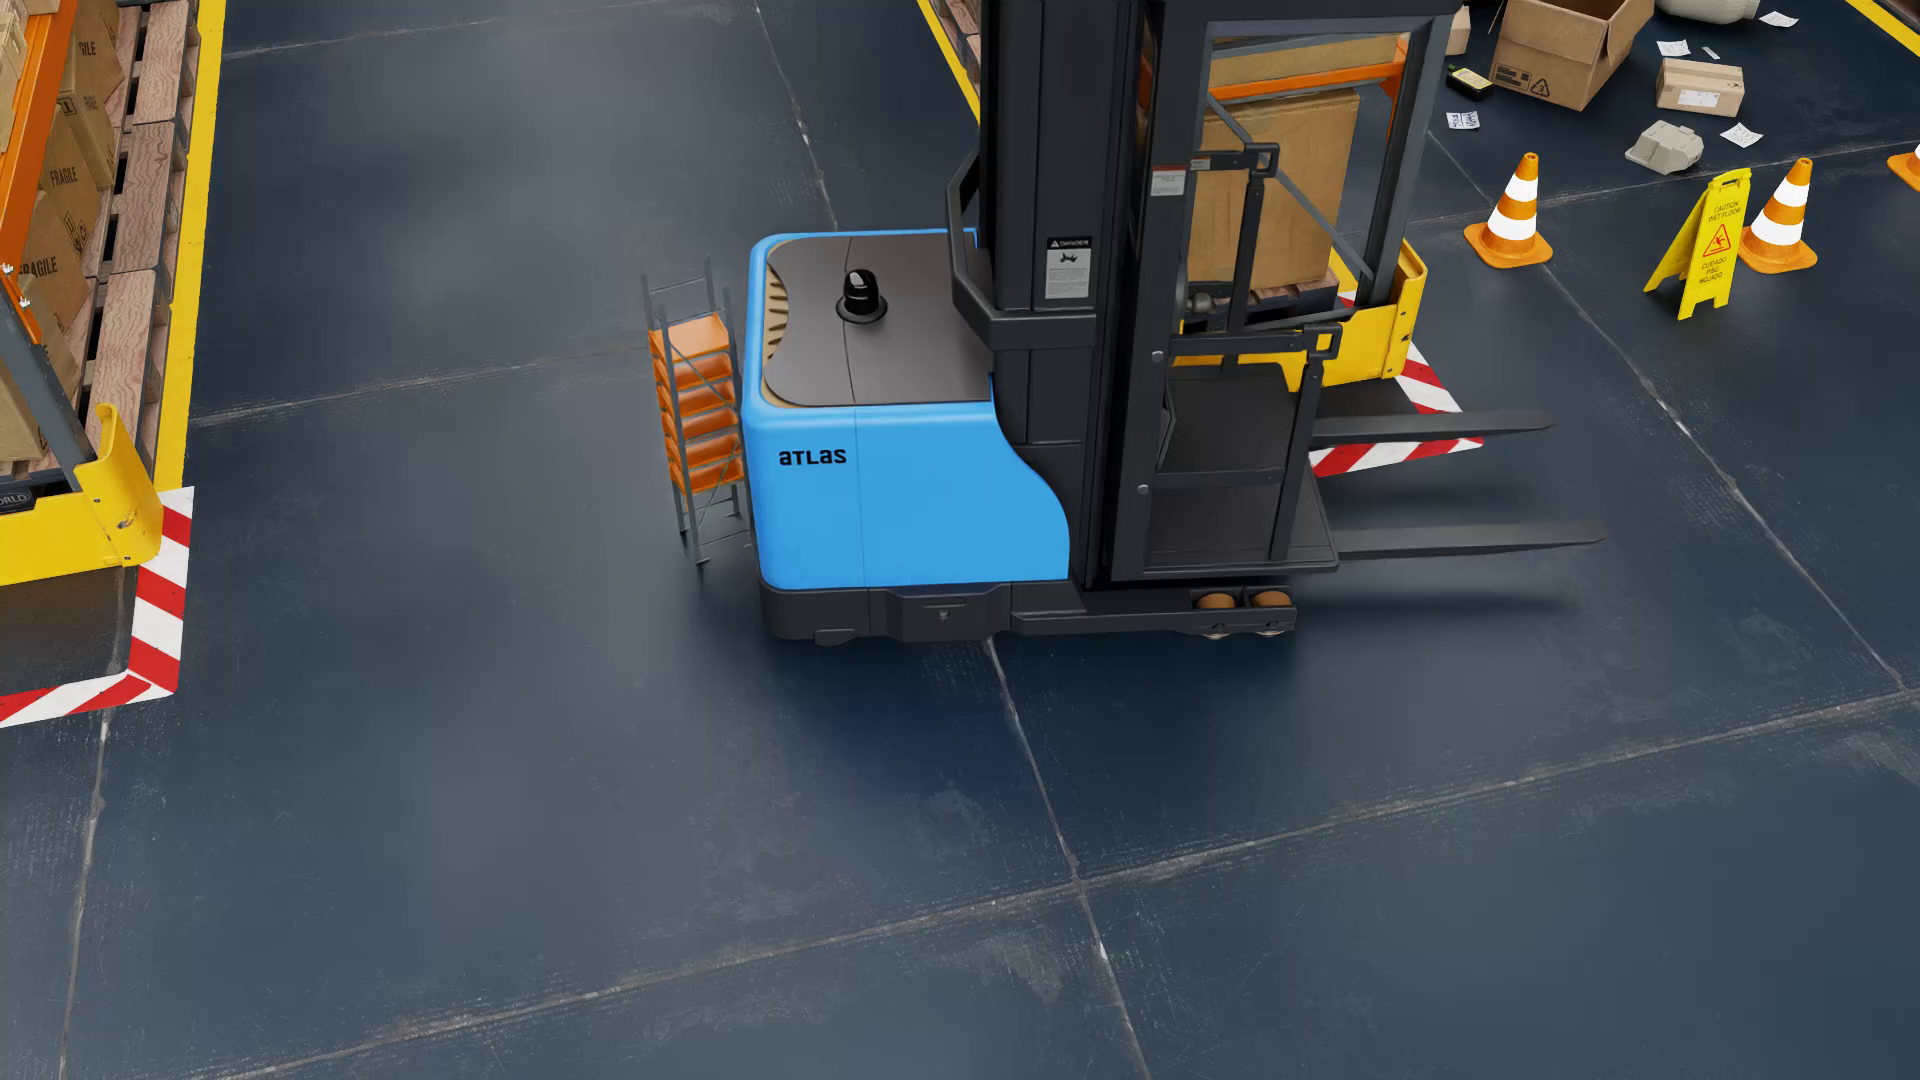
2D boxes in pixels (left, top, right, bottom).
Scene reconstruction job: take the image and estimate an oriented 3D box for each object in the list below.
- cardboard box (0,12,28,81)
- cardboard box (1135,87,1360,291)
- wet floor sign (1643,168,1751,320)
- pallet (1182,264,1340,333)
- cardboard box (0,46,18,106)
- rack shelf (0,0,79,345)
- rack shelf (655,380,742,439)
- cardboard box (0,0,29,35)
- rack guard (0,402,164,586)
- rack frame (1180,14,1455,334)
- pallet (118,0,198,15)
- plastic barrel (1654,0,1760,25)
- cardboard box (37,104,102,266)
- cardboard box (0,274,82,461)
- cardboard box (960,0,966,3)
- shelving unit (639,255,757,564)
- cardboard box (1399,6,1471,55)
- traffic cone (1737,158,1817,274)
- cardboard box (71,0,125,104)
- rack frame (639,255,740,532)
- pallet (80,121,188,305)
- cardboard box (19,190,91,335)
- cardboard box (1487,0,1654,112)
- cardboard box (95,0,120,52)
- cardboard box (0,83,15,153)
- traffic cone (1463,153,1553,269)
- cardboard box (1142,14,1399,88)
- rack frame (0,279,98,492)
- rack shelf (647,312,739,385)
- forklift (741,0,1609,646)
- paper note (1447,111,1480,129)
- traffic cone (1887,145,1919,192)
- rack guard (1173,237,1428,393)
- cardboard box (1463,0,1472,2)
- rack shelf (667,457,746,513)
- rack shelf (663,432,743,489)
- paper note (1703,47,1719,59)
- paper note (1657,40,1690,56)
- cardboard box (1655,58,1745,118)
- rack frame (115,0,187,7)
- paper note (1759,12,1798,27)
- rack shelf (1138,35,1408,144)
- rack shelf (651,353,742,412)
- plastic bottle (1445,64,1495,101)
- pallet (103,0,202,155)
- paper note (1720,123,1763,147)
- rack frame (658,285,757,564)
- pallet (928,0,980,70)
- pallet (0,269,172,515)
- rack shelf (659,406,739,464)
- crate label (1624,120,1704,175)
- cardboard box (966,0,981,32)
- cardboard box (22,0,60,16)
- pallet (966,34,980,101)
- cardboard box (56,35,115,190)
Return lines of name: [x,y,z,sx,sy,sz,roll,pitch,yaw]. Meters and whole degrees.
cardboard box: [-3.644,-1.779,6.069,0.380,0.149,0.250,-11,47,-10]
cardboard box: [1.018,-1.629,6.940,0.875,0.875,0.875,-10,47,-10]
wet floor sign: [3.177,-1.288,7.060,0.267,0.644,0.232,-18,48,-17]
pallet: [0.975,-1.331,7.407,1.003,0.211,1.213,-11,47,-10]
cardboard box: [-3.587,-1.605,5.899,0.380,0.149,0.250,-11,47,-10]
rack shelf: [-4.077,-2.061,6.674,1.077,0.370,4.000,-11,47,-10]
rack shelf: [-0.901,-0.480,5.771,0.258,0.103,0.180,-19,49,-18]
cardboard box: [-3.734,-1.947,6.233,0.380,0.149,0.250,-11,47,-10]
rack guard: [-3.585,-0.110,6.008,1.175,0.500,0.348,-11,47,-10]
rack frame: [1.255,-1.770,5.884,1.000,3.000,0.127,-11,47,-10]
pallet: [-4.790,-3.255,9.292,1.003,0.211,1.213,-11,47,-10]
plastic barrel: [4.022,-2.992,8.886,0.512,0.421,0.421,19,48,17]
cardboard box: [-4.037,-1.481,7.057,0.500,0.500,0.500,-7,46,-7]
cardboard box: [-3.709,-0.639,6.232,0.500,0.500,0.500,-3,46,-3]
cardboard box: [0.324,-3.487,8.761,0.875,0.875,0.875,-10,46,-10]
shelving unit: [-0.902,-0.427,5.825,0.258,1.200,0.189,-19,49,-18]
cardboard box: [2.452,-2.724,8.734,0.396,0.266,0.258,-3,46,-3]
traffic cone: [3.671,-1.480,7.376,0.336,0.463,0.334,-11,47,-10]
cardboard box: [-4.372,-2.289,7.849,0.500,0.500,0.500,3,46,2]
rack frame: [-0.943,-0.486,5.882,0.240,1.200,0.006,-19,49,-18]
pallet: [-4.067,-1.417,7.491,1.003,0.211,1.213,-11,47,-10]
cardboard box: [-3.895,-1.045,6.630,0.500,0.500,0.500,0,46,0]
cardboard box: [3.117,-2.620,8.466,0.637,0.503,0.797,27,51,24]
cardboard box: [-4.526,-2.683,8.235,0.500,0.500,0.500,-12,47,-12]
cardboard box: [-3.503,-1.436,5.733,0.380,0.149,0.250,-11,47,-10]
traffic cone: [2.492,-1.508,7.404,0.336,0.463,0.334,-11,47,-10]
cardboard box: [1.116,-2.070,6.073,0.875,0.550,0.550,-11,47,-10]
rack frame: [-3.565,-0.932,5.064,1.000,3.000,0.127,-11,47,-10]
rack shelf: [-0.898,-0.647,5.599,0.258,0.103,0.180,-19,49,-18]
forklift: [0.792,-1.058,5.234,3.031,2.935,1.130,-2,46,-2]
paper note: [2.506,-2.094,8.282,0.144,0.017,0.142,4,46,4]
traffic cone: [4.657,-1.917,7.805,0.336,0.463,0.334,-11,47,-10]
rack guard: [1.261,-0.878,6.760,1.175,0.500,0.348,-11,47,-10]
cardboard box: [2.870,-3.312,9.048,0.797,0.637,0.503,-11,47,-10]
rack shelf: [-0.906,-0.229,6.030,0.258,0.103,0.180,-19,49,-18]
rack shelf: [-0.904,-0.313,5.943,0.258,0.103,0.180,-19,49,-18]
paper note: [3.955,-2.565,8.756,0.032,0.001,0.123,-11,47,-10]
paper note: [3.776,-2.604,8.788,0.148,0.019,0.142,4,46,4]
cardboard box: [3.726,-2.282,8.382,0.380,0.149,0.250,11,47,11]
rack frame: [-4.590,-3.694,7.770,1.000,3.000,0.127,-11,47,-10]
paper note: [4.428,-2.817,8.989,0.142,0.019,0.148,-26,51,-24]
rack shelf: [0.743,-2.899,7.494,1.077,0.370,4.000,-11,47,-10]
rack shelf: [-0.900,-0.563,5.685,0.258,0.103,0.180,-19,49,-18]
plastic bottle: [2.585,-2.348,8.508,0.133,0.061,0.283,-26,51,-24]
pallet: [-4.383,-2.261,8.318,1.003,0.211,1.213,-11,47,-10]
paper note: [3.848,-1.994,8.183,0.148,0.019,0.142,-26,51,-24]
rack frame: [-0.862,-0.368,5.769,0.240,1.200,0.006,-19,49,-18]
pallet: [0.350,-3.016,9.058,1.003,0.211,1.213,-11,47,-10]
pallet: [-3.759,-0.576,6.667,1.003,0.211,1.213,-11,47,-10]
rack shelf: [-0.903,-0.396,5.857,0.258,0.103,0.180,-19,49,-18]
crate label: [3.410,-1.897,8.013,0.250,0.136,0.298,-35,55,-30]
cardboard box: [0.559,-2.866,8.152,0.875,0.875,0.875,-10,46,-10]
cardboard box: [-3.698,-2.138,6.421,0.380,0.149,0.250,-11,47,-10]
pallet: [0.666,-2.172,8.231,1.003,0.211,1.213,-11,47,-10]
cardboard box: [-4.137,-1.874,7.443,0.500,0.500,0.500,-15,47,-14]
